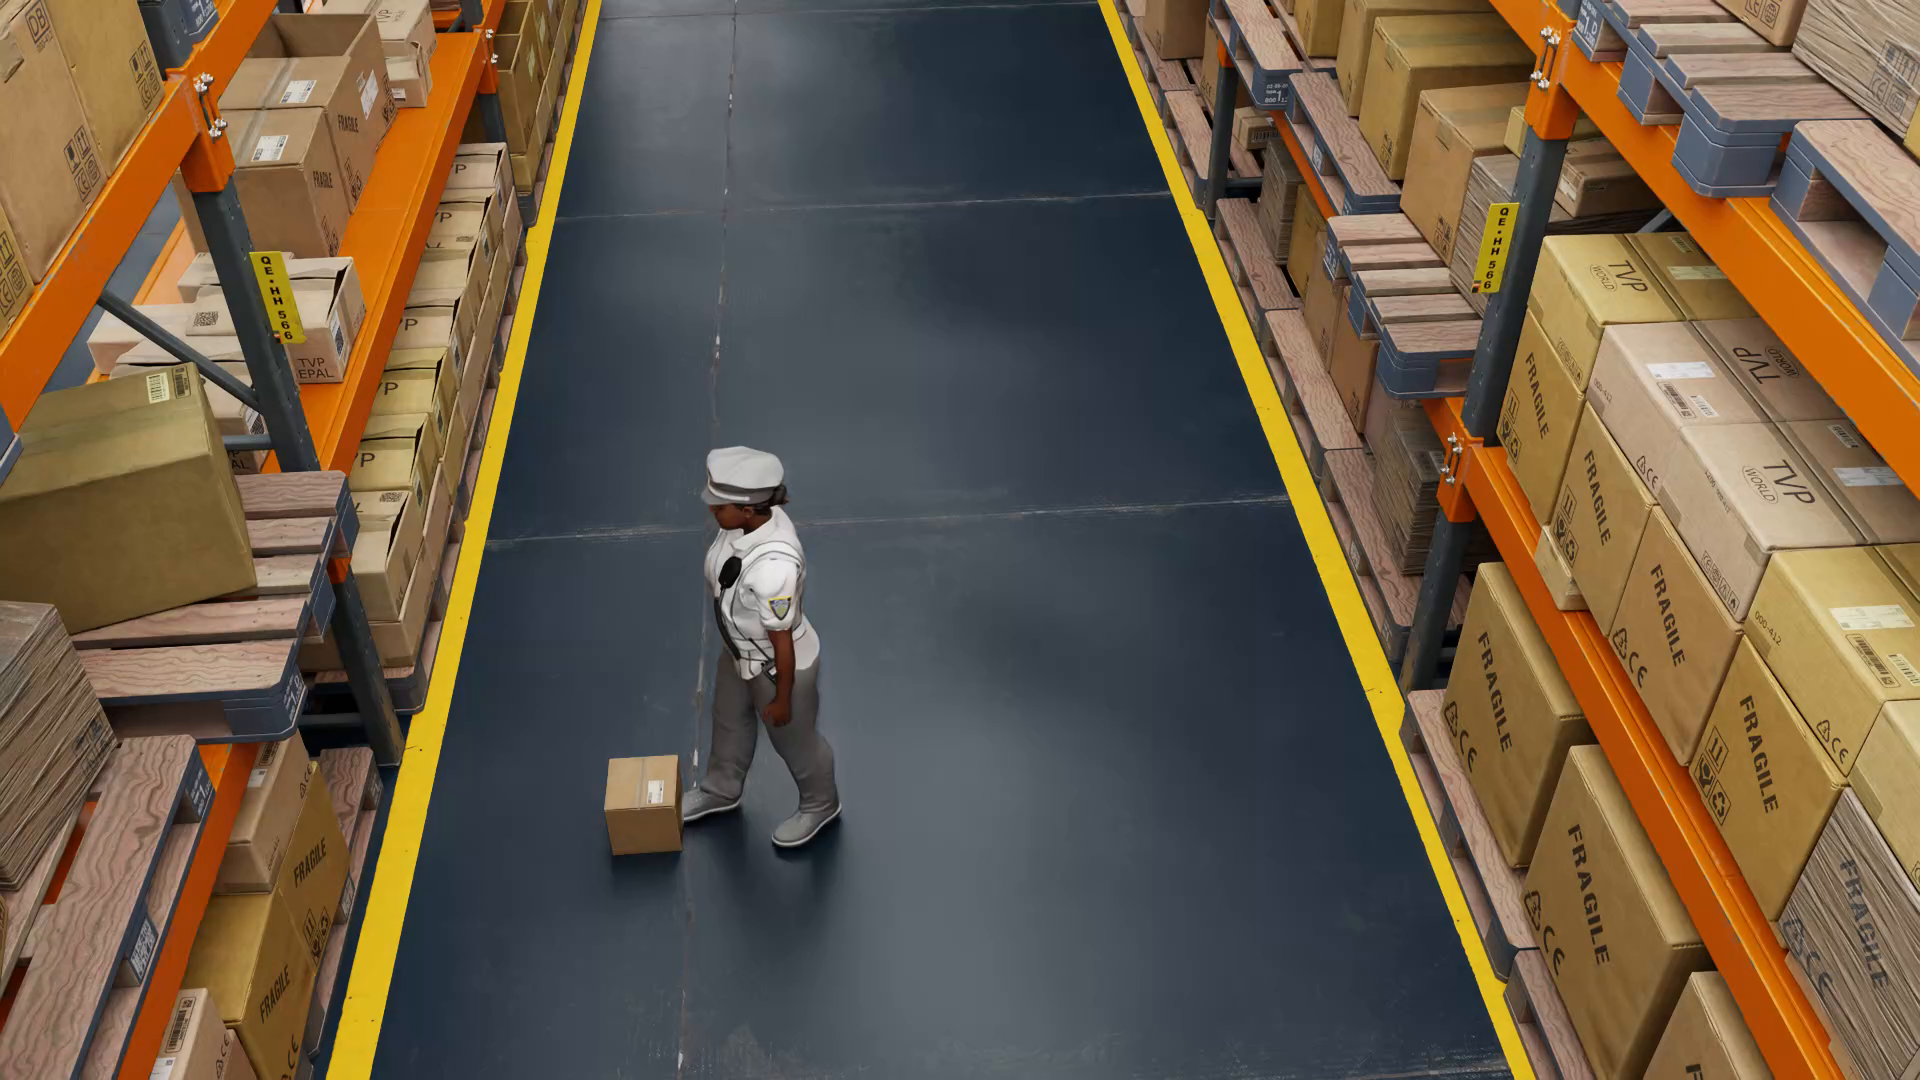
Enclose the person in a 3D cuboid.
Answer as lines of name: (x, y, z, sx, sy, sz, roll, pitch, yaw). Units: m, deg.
person: (-0.749, 0.421, 5.620, 0.626, 1.662, 0.459, -15, 42, -17)
